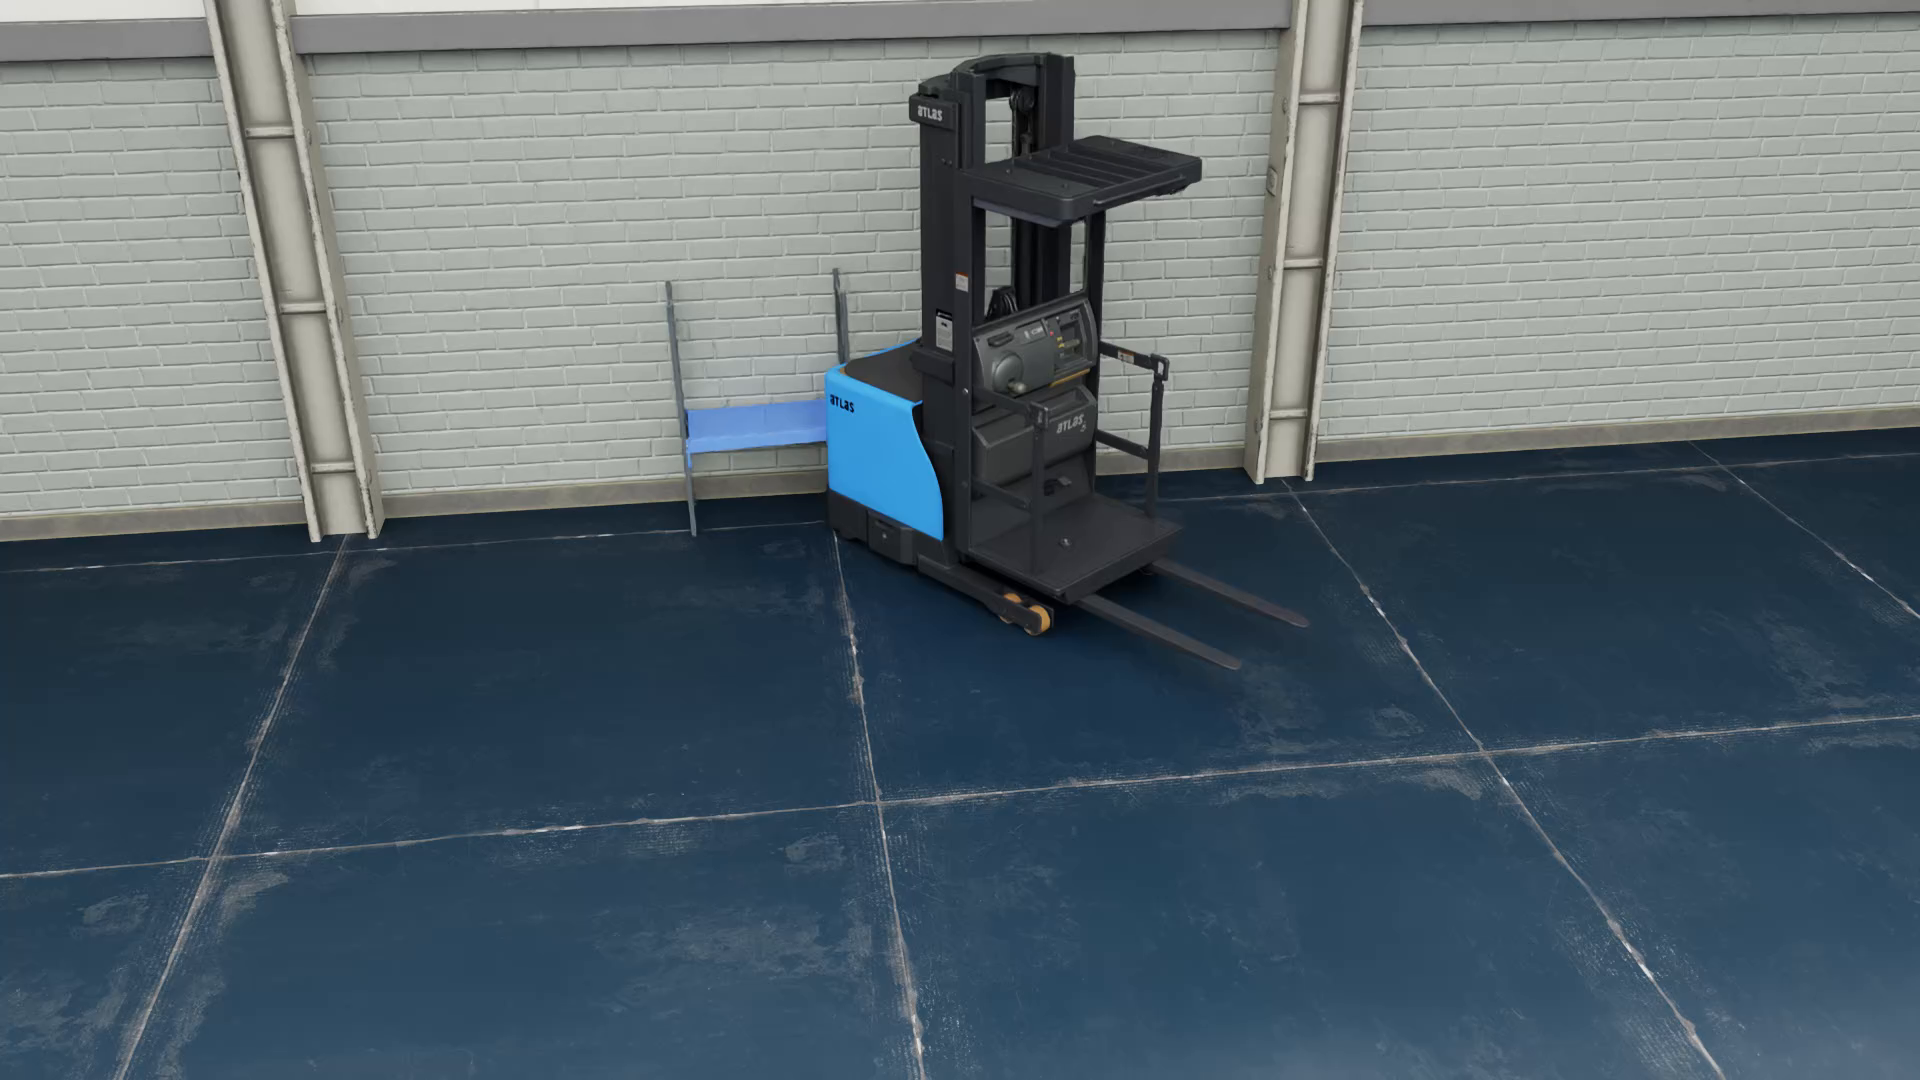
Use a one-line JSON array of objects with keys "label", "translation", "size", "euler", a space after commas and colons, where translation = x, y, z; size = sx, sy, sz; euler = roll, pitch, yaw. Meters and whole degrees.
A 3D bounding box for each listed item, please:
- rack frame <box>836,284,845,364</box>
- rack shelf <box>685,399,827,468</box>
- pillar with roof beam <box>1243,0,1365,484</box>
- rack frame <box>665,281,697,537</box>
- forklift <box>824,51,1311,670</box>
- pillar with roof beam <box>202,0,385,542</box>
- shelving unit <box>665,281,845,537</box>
[{"label": "rack frame", "translation": [-0.704, -0.892, 10.326], "size": [0.013, 1.308, 0.475], "euler": [-6, 27, -8]}, {"label": "rack shelf", "translation": [-1.199, -0.680, 10.336], "size": [1.000, 0.185, 0.538], "euler": [-6, 27, -8]}, {"label": "pillar with roof beam", "translation": [2.724, -2.509, 5.282], "size": [0.400, 9.000, 9.100], "euler": [-4, 27, -7]}, {"label": "rack frame", "translation": [-1.706, -0.791, 10.187], "size": [0.032, 1.500, 0.500], "euler": [-6, 27, -8]}, {"label": "forklift", "translation": [0.574, -1.041, 9.069], "size": [1.130, 2.935, 3.031], "euler": [-24, 36, -39]}, {"label": "pillar with roof beam", "translation": [-3.218, -2.127, 4.539], "size": [0.400, 9.000, 9.100], "euler": [-4, 27, -7]}, {"label": "shelving unit", "translation": [-1.209, -0.841, 10.255], "size": [1.039, 1.500, 0.538], "euler": [-6, 27, -8]}]
